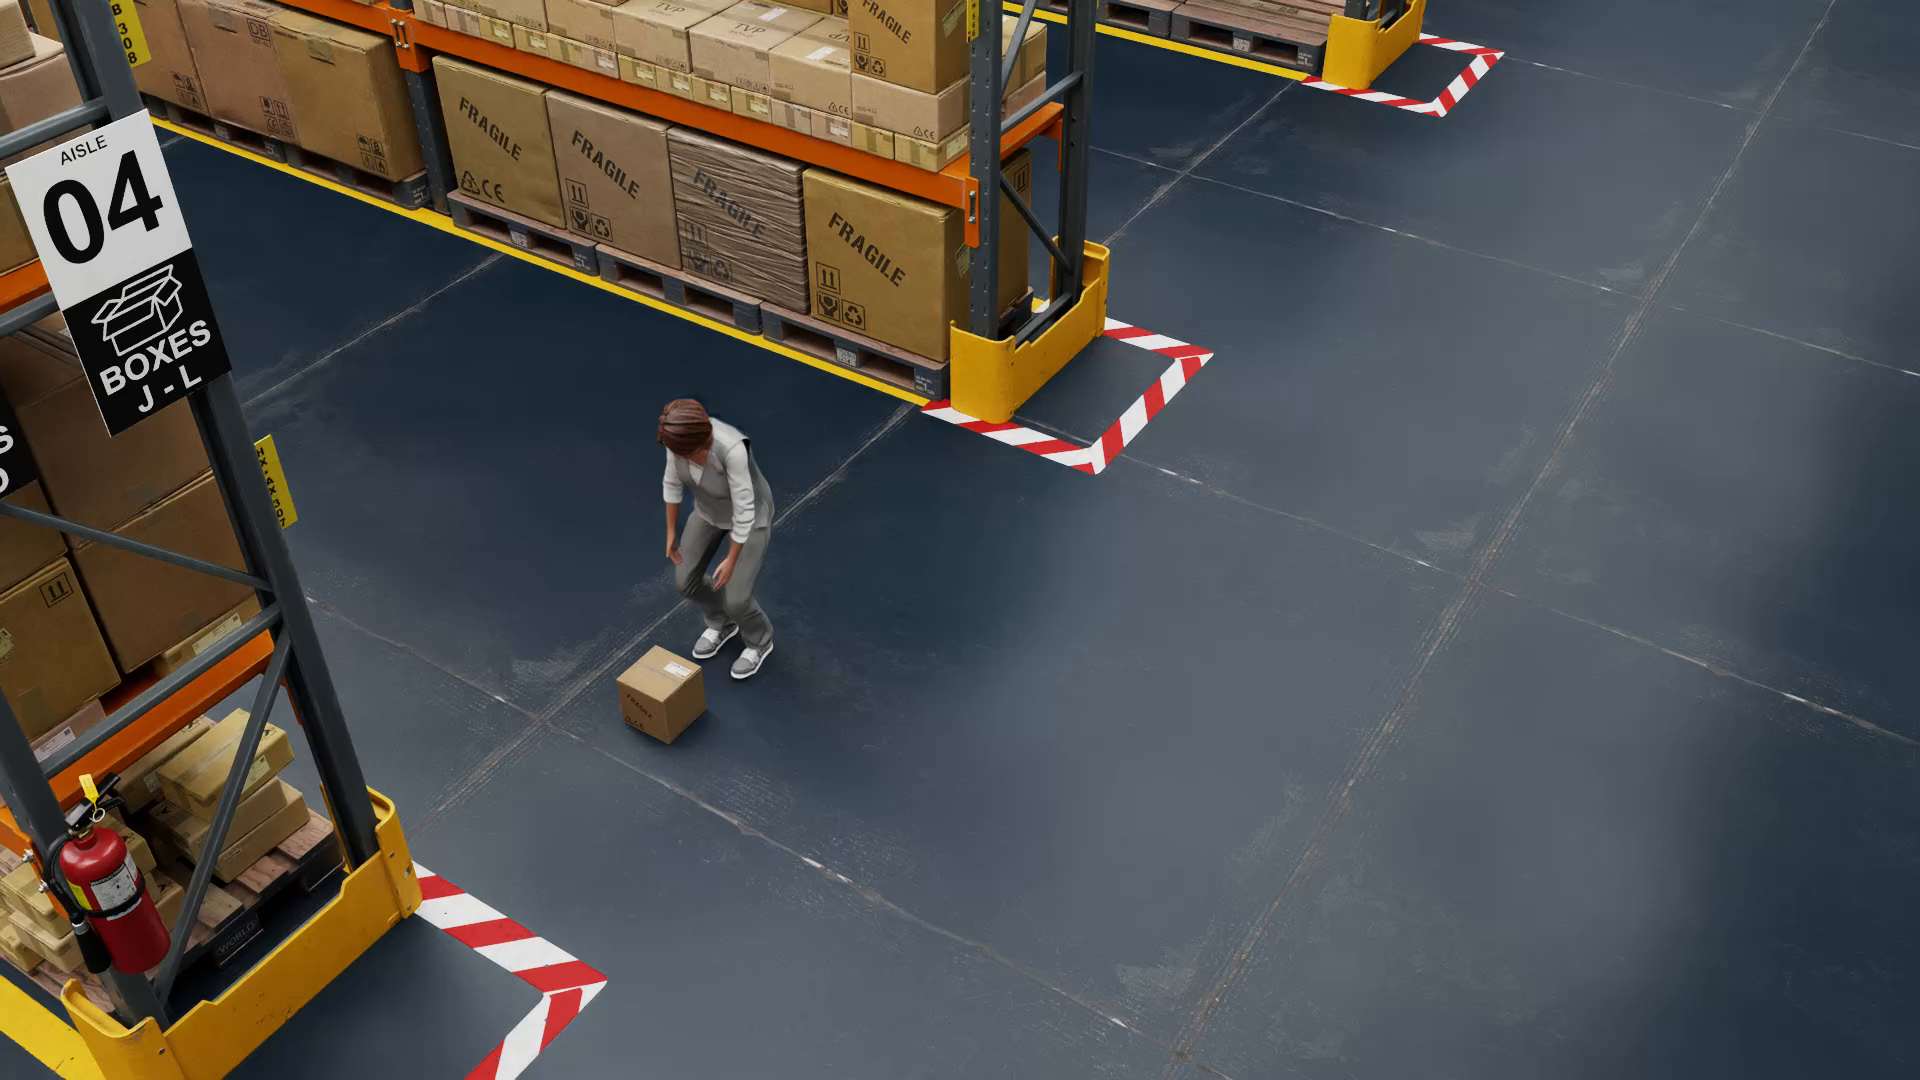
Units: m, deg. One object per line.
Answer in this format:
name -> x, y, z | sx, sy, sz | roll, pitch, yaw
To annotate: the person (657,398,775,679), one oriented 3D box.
person -> -0.981, -0.038, 6.865 | 0.454, 1.444, 0.540 | 22, 44, 25
